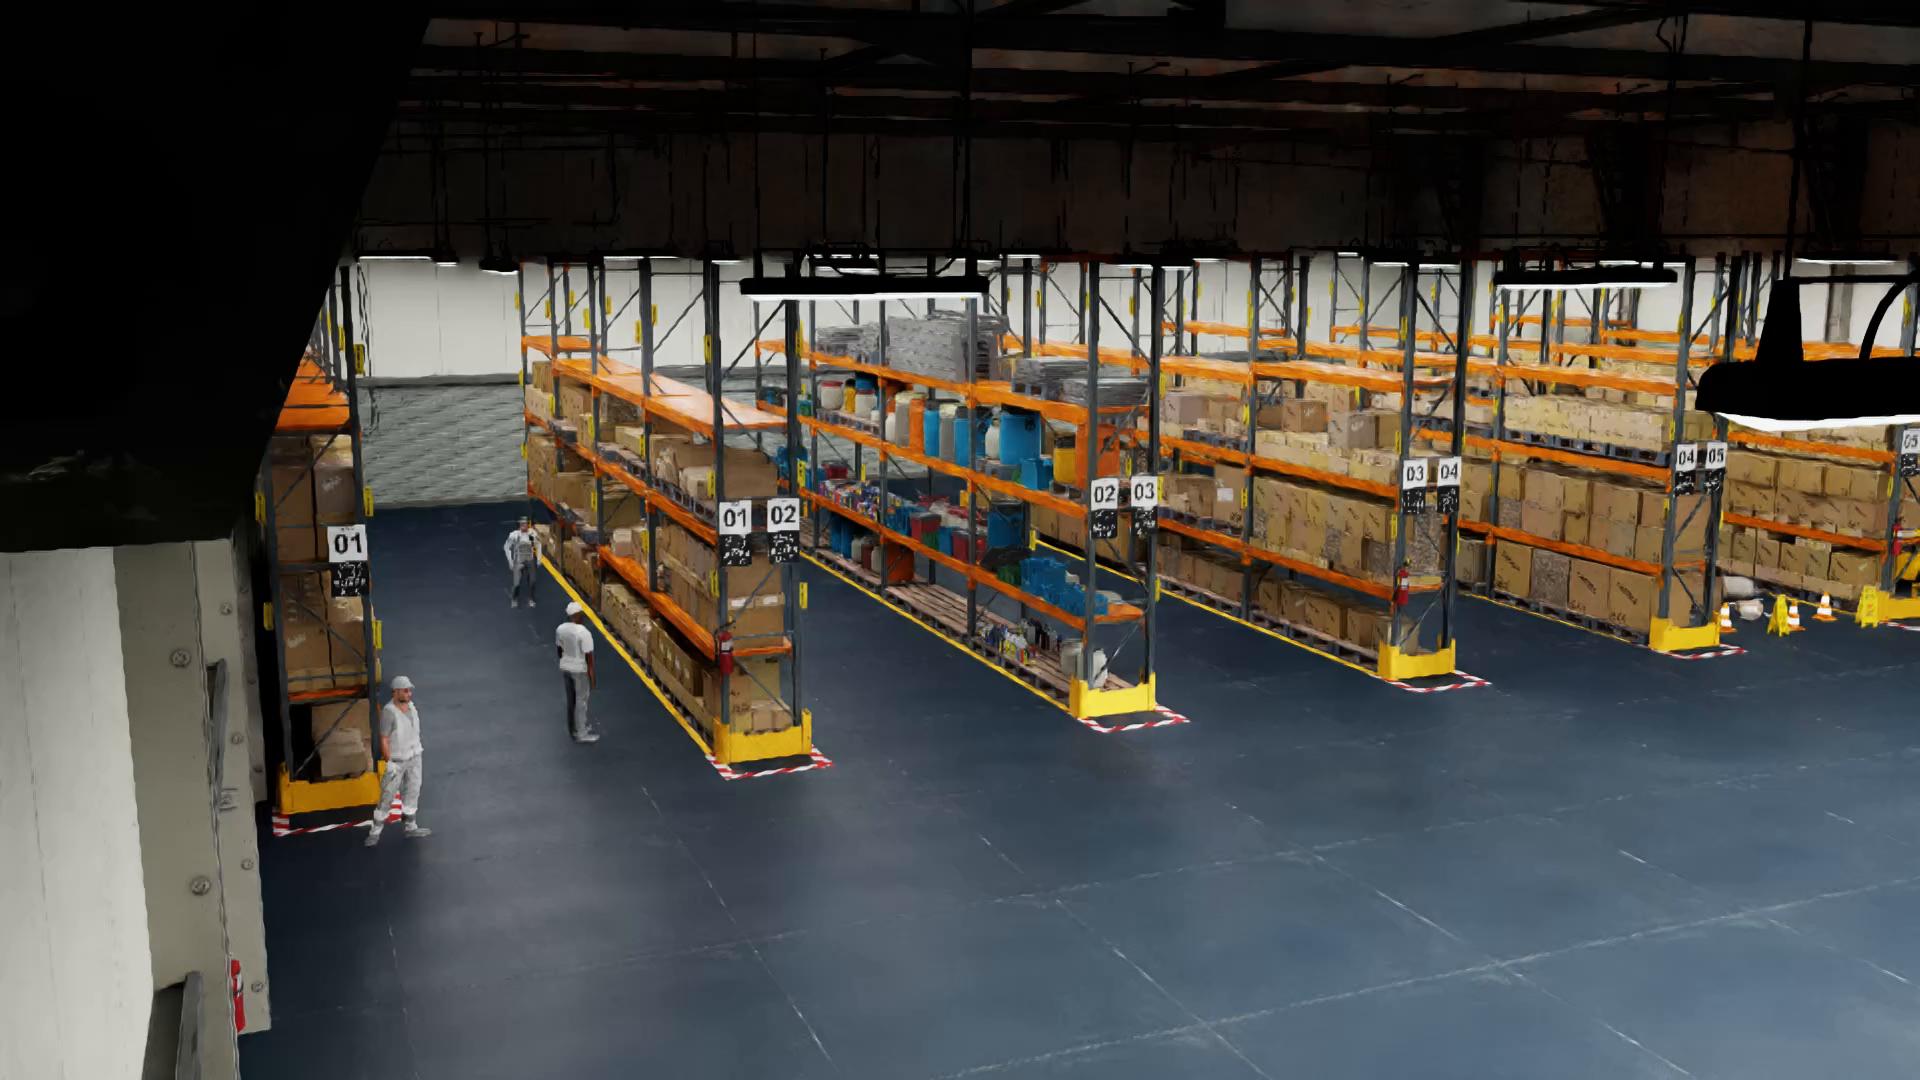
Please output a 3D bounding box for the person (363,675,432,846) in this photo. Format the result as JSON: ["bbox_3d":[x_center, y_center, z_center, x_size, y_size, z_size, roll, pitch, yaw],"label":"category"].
[{"bbox_3d":[-5.971,2.314,17.471,0.473,1.787,0.708,5,11,25],"label":"person"}]

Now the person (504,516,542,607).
[{"bbox_3d":[-7.500,0.357,28.594,0.639,1.631,0.508,-4,11,-23],"label":"person"}]

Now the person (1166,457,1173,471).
[{"bbox_3d":[5.531,-2.231,42.537,0.560,1.669,0.700,3,11,17],"label":"person"}]

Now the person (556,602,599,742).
[{"bbox_3d":[-4.819,1.639,21.079,0.632,1.768,0.452,8,13,36],"label":"person"}]

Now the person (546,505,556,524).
[{"bbox_3d":[-8.941,-1.143,36.771,0.546,1.634,0.552,3,11,14],"label":"person"}]
